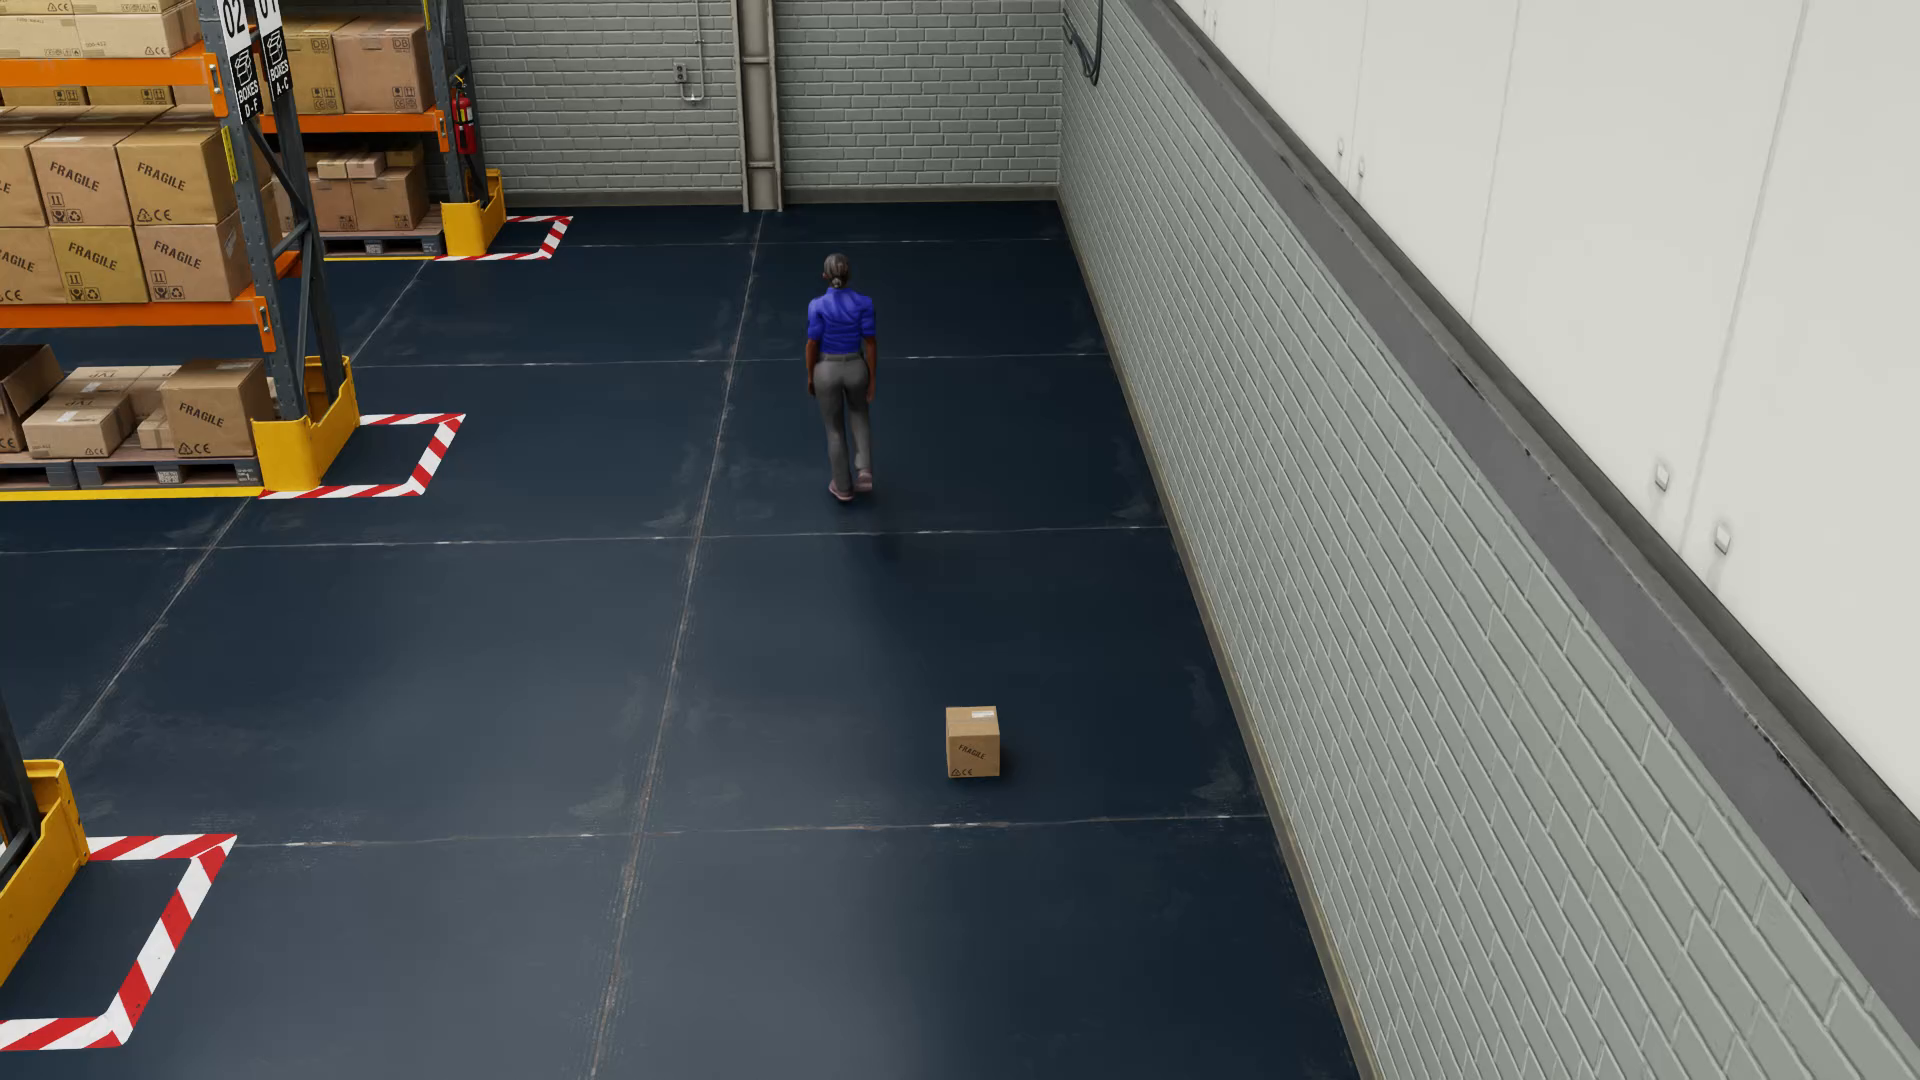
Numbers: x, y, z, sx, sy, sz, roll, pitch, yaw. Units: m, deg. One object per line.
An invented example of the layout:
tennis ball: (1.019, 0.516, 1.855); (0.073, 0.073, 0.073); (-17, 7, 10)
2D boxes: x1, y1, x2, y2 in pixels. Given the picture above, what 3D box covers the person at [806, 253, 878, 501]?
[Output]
person: (-0.764, -1.039, 10.595); (0.441, 1.660, 0.408); (-8, 29, -15)
